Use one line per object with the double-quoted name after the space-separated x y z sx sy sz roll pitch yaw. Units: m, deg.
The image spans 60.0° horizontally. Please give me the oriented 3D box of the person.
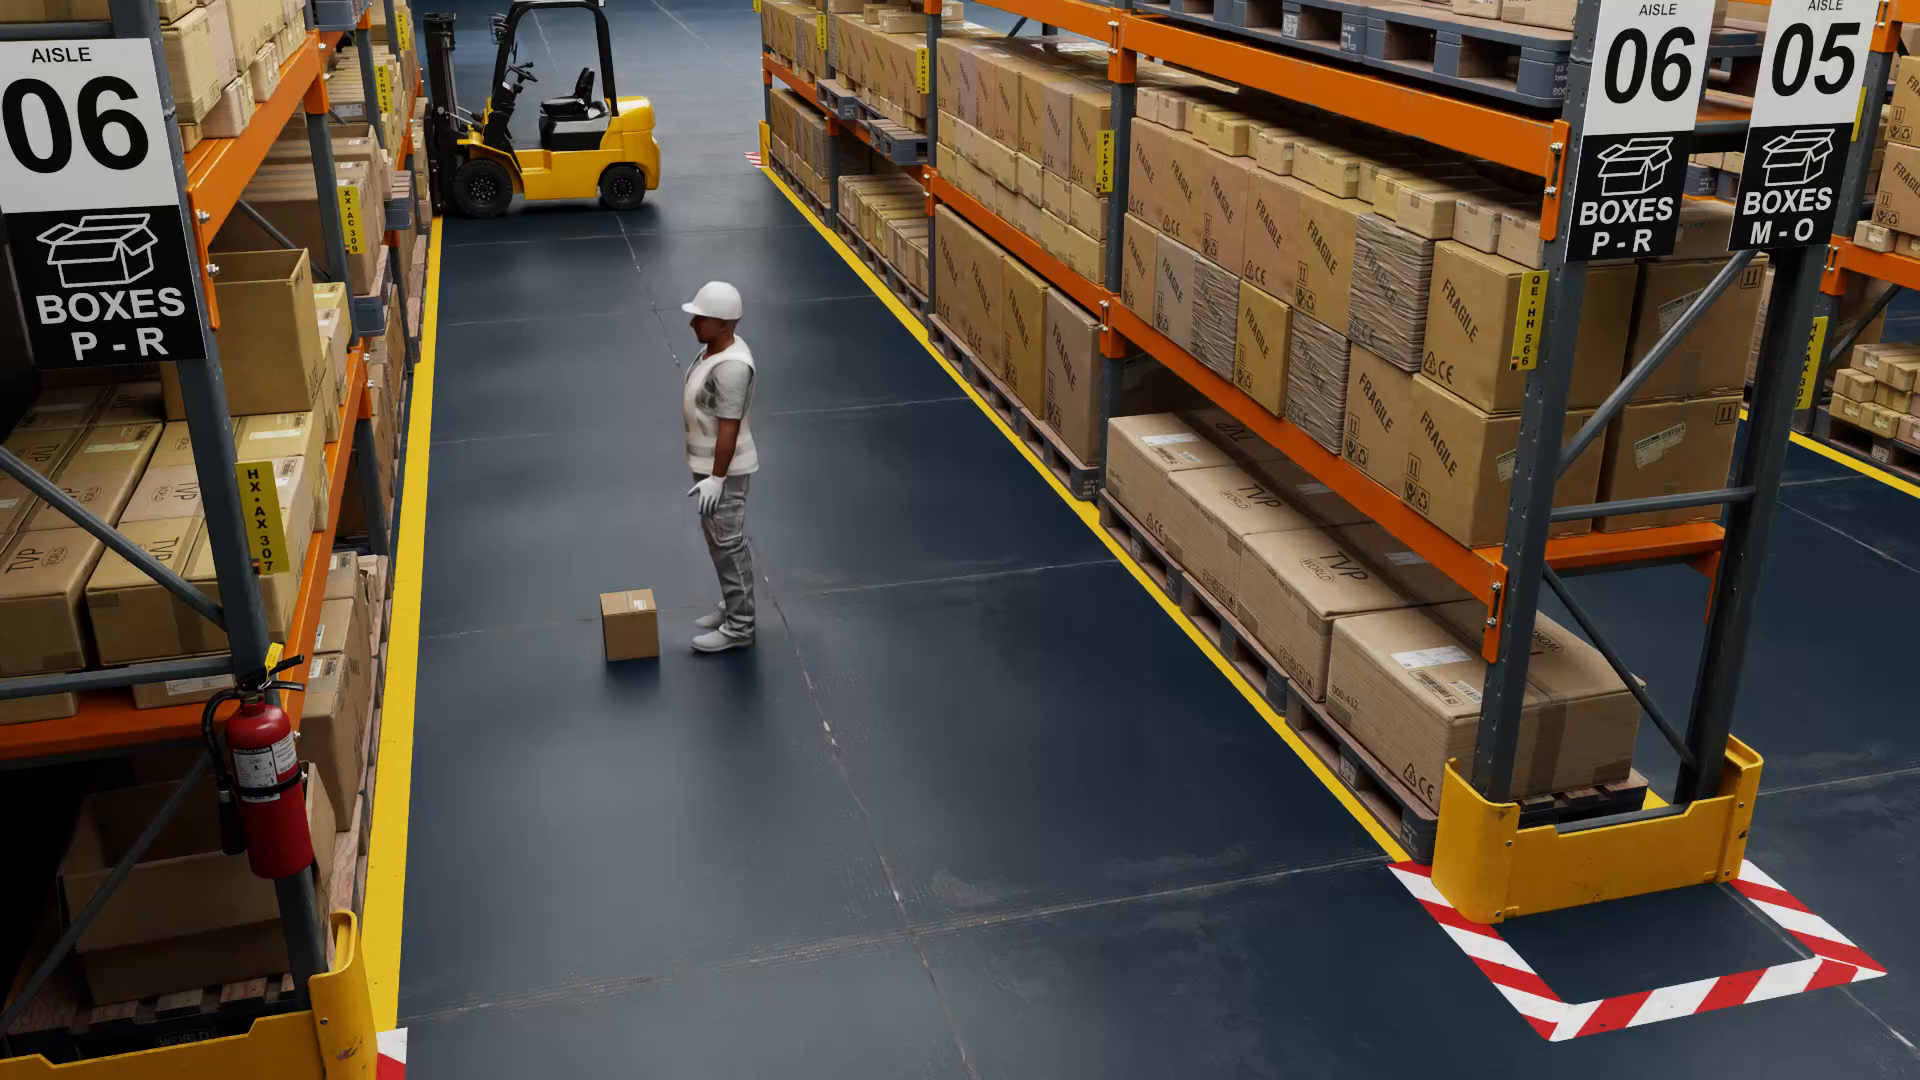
-1.146 -0.330 7.883 0.393 1.812 0.553 -6 23 -13 "person"
